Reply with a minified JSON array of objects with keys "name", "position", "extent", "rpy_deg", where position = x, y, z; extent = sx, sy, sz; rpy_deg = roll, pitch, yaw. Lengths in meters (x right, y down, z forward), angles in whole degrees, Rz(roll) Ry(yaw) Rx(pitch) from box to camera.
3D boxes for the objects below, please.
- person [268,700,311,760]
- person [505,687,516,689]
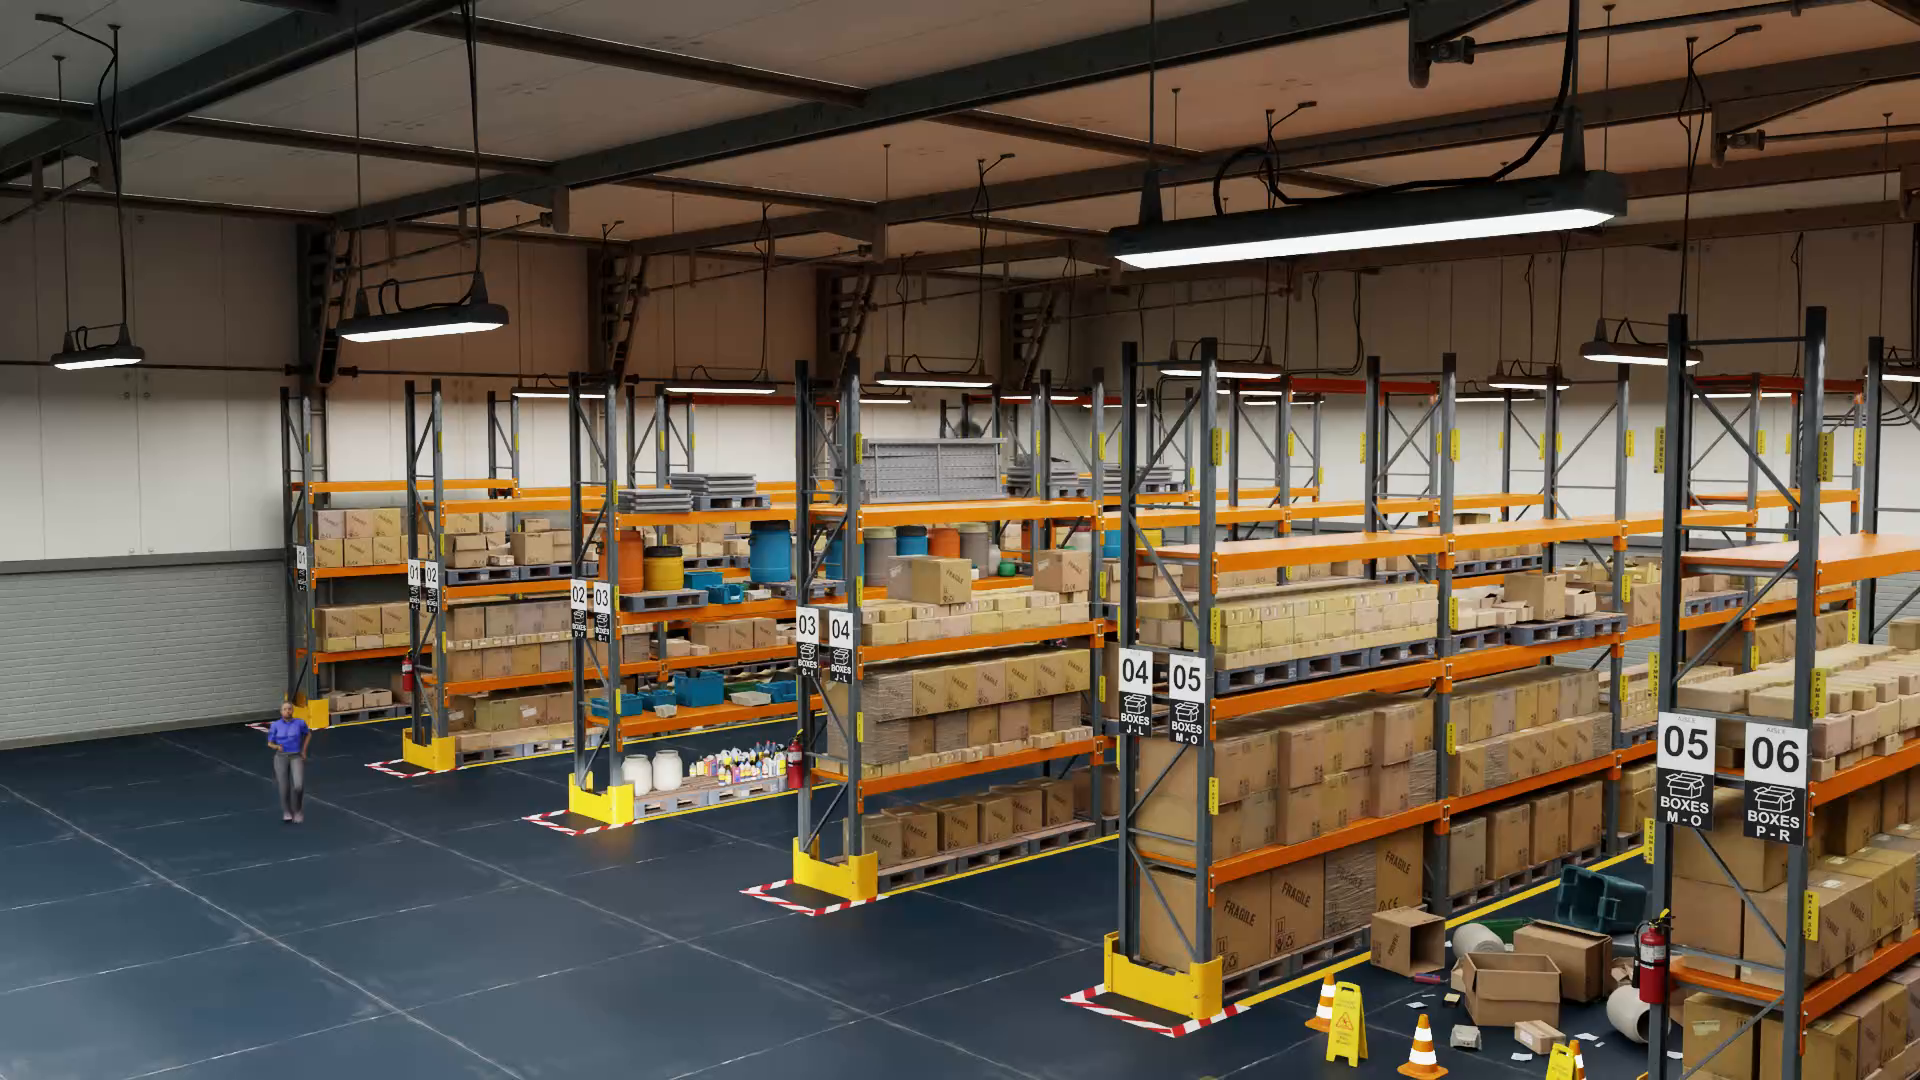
[{"name":"person","position":[-8.837,2.536,21.914],"extent":[0.542,0.826,0.610],"rpy_deg":[-2,4,-23]},{"name":"person","position":[-7.808,2.494,28.923],"extent":[0.508,1.585,0.849],"rpy_deg":[3,5,42]}]
